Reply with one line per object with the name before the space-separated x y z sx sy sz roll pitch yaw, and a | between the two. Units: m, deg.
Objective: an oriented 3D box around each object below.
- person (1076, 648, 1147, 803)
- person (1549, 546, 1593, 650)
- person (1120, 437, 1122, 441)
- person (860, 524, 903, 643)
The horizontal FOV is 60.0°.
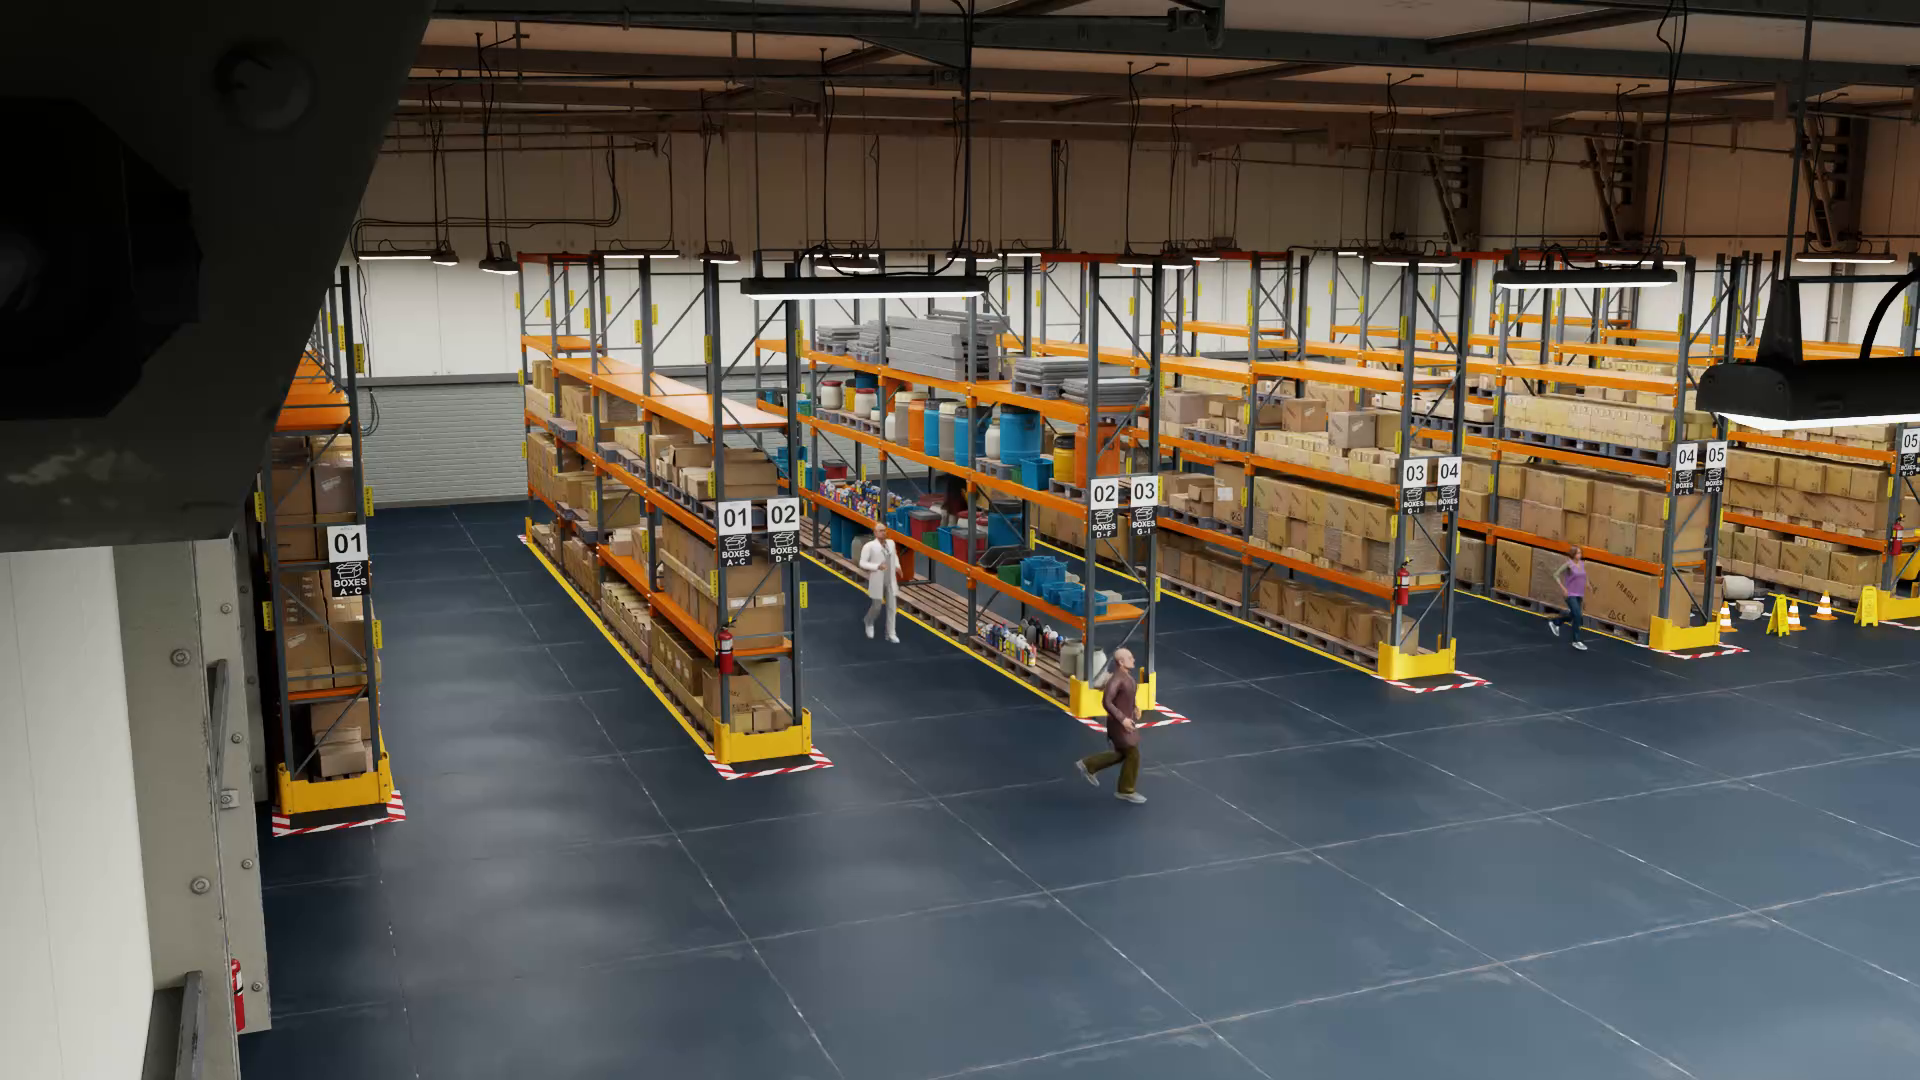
person | 1.755 2.084 18.806 0.763 1.789 0.713 2 11 12
person | 9.502 0.867 25.903 0.561 1.584 0.798 -6 12 -29
person | 3.673 -1.618 39.378 0.643 1.616 0.870 3 11 15
person | -1.167 0.642 25.066 0.721 1.781 0.886 -6 12 -30
